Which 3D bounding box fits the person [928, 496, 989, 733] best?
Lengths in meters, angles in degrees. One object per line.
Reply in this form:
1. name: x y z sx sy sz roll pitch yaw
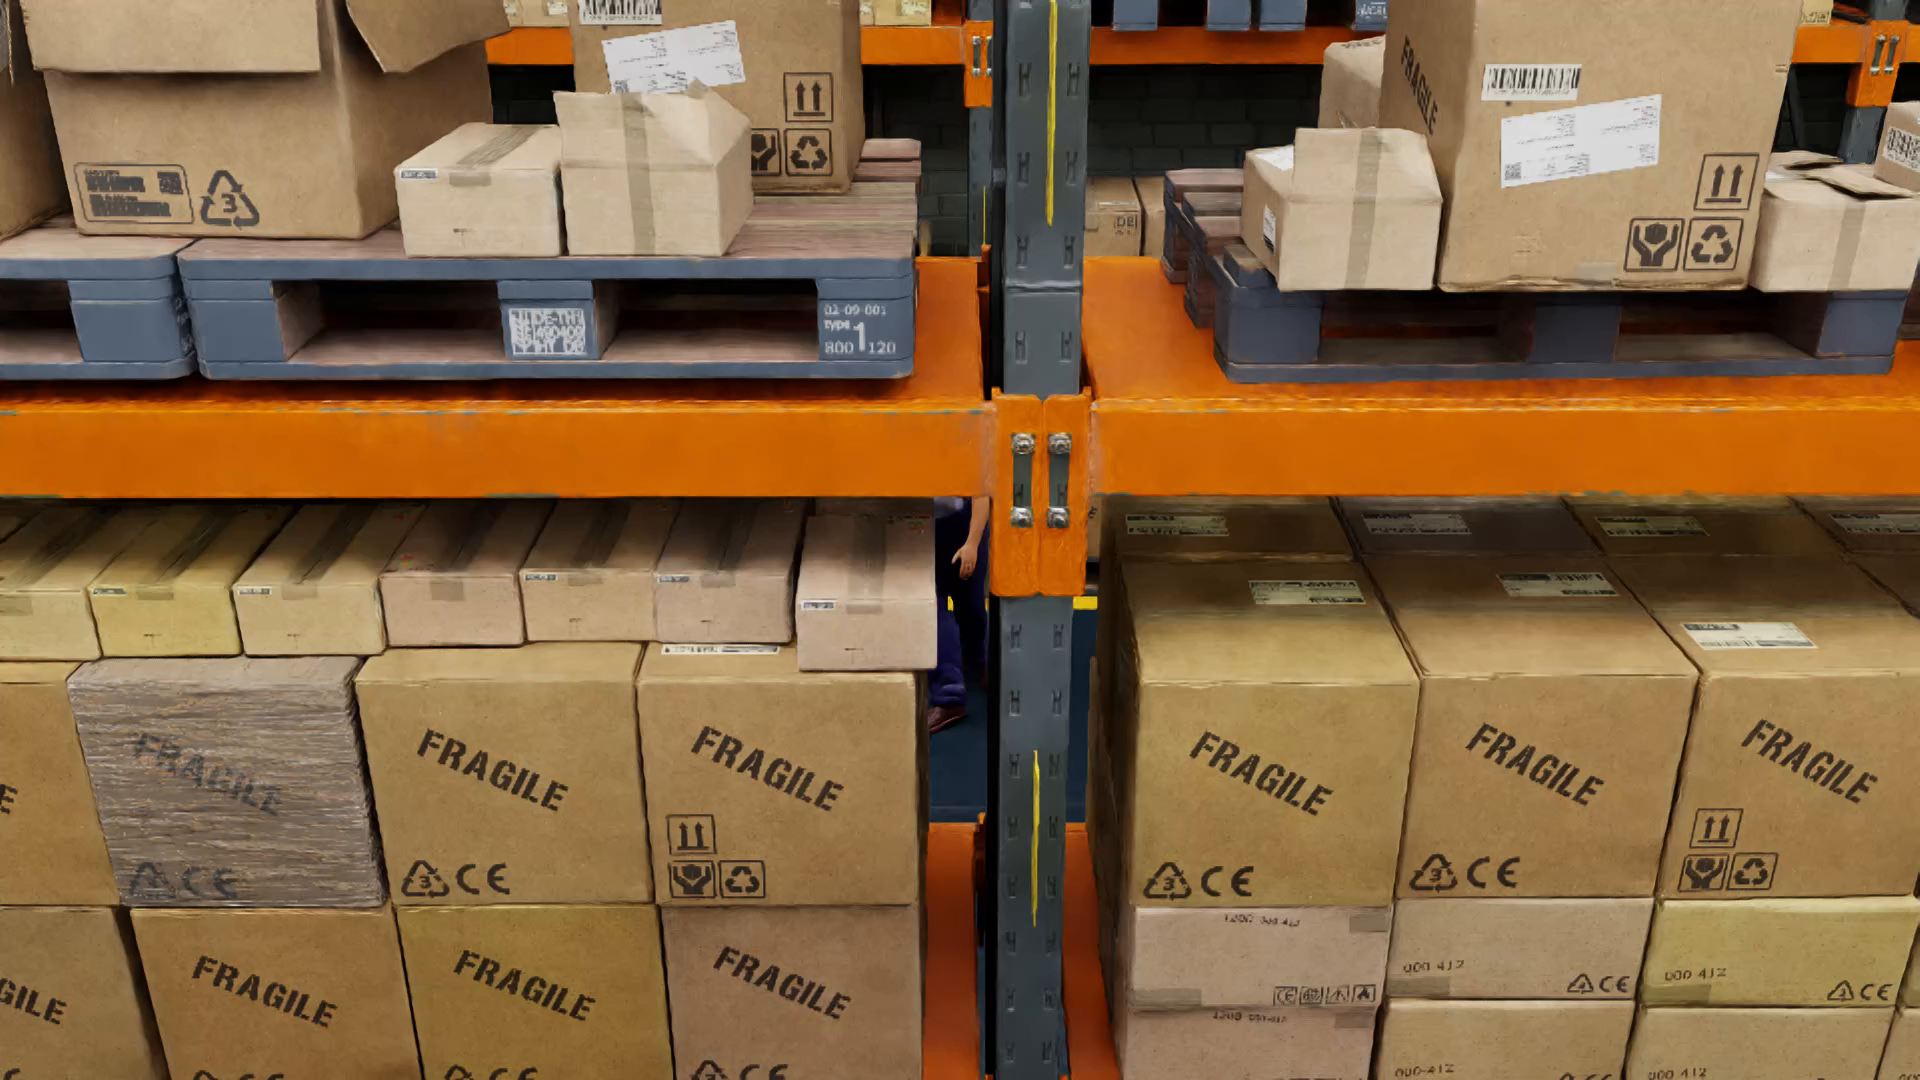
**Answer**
1. person: -0.085 -0.007 7.180 0.527 1.617 0.686 9 26 19
